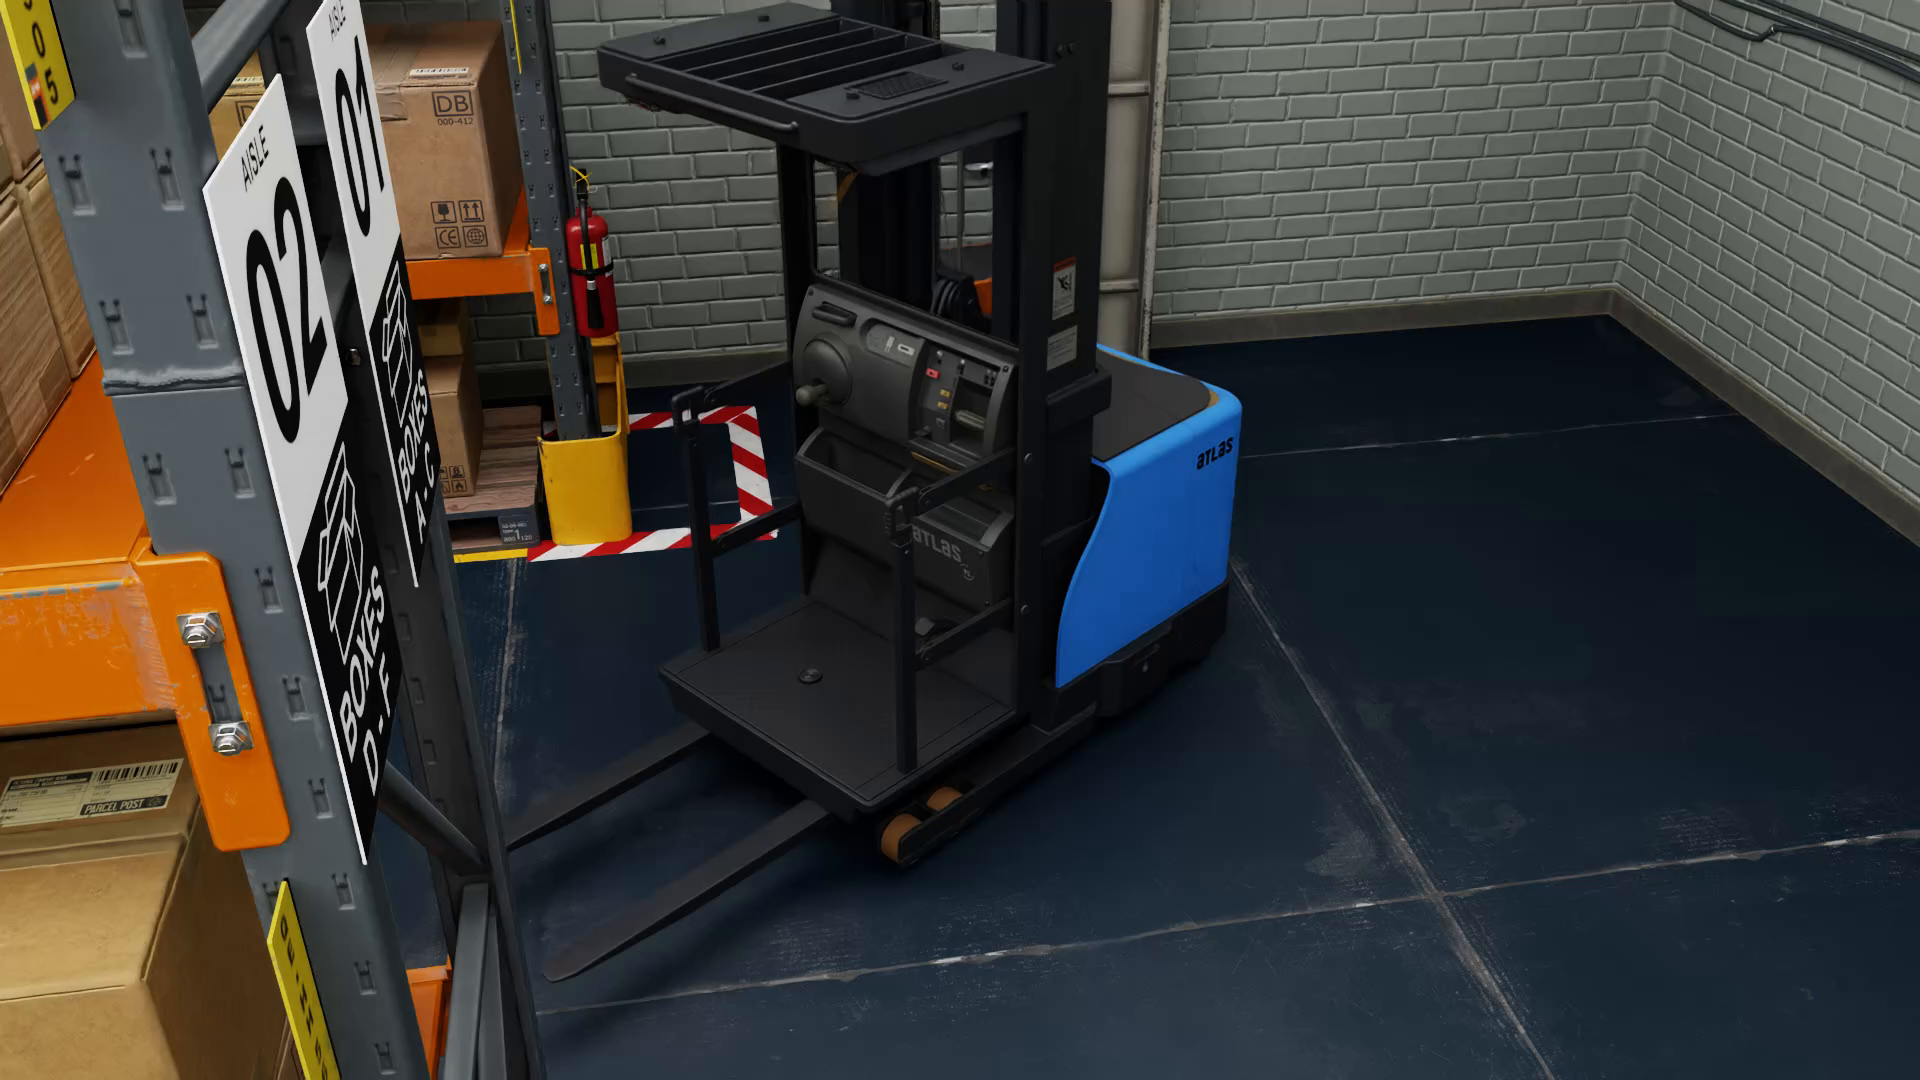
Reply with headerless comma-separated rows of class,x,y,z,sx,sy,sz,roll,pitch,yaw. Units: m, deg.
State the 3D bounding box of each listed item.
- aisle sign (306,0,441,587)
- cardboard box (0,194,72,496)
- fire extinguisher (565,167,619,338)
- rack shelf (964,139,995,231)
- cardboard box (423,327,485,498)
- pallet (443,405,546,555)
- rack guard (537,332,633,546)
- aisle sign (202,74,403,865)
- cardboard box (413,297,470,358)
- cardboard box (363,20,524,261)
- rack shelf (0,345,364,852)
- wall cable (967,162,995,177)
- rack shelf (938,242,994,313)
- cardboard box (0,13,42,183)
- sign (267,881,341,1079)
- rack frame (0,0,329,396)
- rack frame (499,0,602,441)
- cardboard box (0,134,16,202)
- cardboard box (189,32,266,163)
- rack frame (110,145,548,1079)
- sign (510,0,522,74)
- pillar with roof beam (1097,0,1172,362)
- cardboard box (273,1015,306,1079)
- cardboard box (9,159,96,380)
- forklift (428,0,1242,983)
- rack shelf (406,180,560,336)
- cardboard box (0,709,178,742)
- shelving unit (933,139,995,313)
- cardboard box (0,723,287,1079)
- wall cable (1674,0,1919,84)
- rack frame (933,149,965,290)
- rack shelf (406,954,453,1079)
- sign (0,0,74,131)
aisle sign,-0.816,-0.370,2.355,0.004,0.787,0.394,-5,31,-9
cardboard box,-1.288,-0.147,1.729,0.500,0.250,0.500,-5,31,-9
fire extinguisher,-1.494,-1.156,6.701,0.183,0.674,0.296,-5,31,-9
rack shelf,0.178,-1.539,6.442,0.480,0.518,0.431,-10,32,-16
cardboard box,-2.396,-0.556,7.288,0.500,0.500,0.700,-5,31,-9
pallet,-2.498,-0.252,7.471,1.213,0.211,1.003,-5,31,-9
rack guard,-1.702,-0.491,7.592,0.348,0.500,1.175,-5,31,-9
aisle sign,-0.708,-0.071,1.846,0.004,0.787,0.394,-5,31,-9
cardboard box,-2.309,-0.947,7.313,0.250,0.149,0.380,-5,31,-9
cardboard box,-2.226,-1.644,6.791,0.700,0.700,0.980,-4,31,-7
rack shelf,-2.797,0.103,1.866,4.000,0.370,1.077,-5,31,-9
wall cable,-0.637,-2.593,7.698,1.851,1.984,0.084,-5,31,-9
rack shelf,0.178,-0.936,6.797,0.480,0.518,0.431,-10,32,-16
cardboard box,-1.382,-0.624,2.046,0.500,0.250,0.500,-5,31,-9
sign,-0.750,0.546,1.907,0.005,0.325,0.100,-5,31,-9
rack frame,-0.830,-1.683,1.234,0.127,3.000,1.000,-5,31,-9
rack frame,-1.726,-1.566,6.954,0.127,3.000,1.000,-5,31,-9
cardboard box,-1.289,-0.367,1.610,0.500,0.250,0.500,-5,31,-9
cardboard box,-2.939,-1.572,6.668,0.700,0.700,0.980,-6,31,-9
rack frame,-0.830,0.903,2.755,0.127,3.000,1.000,-5,31,-9
sign,-1.642,-1.896,6.139,0.005,0.325,0.100,-5,31,-9
pillar with roof beam,1.550,-2.684,2.936,0.400,9.000,9.100,-5,31,-9
cardboard box,-1.221,1.037,2.429,0.500,0.500,0.500,-4,31,-7
cardboard box,-1.381,-0.405,2.168,0.500,0.250,0.500,-5,31,-9
forklift,-0.342,-0.494,5.198,1.130,2.935,3.031,26,39,37
rack shelf,-3.693,-1.074,6.826,4.000,0.370,1.077,-5,31,-9
cardboard box,-1.314,0.338,2.630,0.500,0.500,0.500,-4,31,-7
shelving unit,0.178,-0.948,6.790,0.503,2.100,0.431,-10,32,-16
cardboard box,-1.218,0.607,2.173,0.500,0.500,0.500,-6,31,-9
wall cable,3.902,-3.152,6.796,0.112,2.526,3.097,-5,31,-9
rack frame,-0.053,-0.908,6.722,0.015,2.100,0.400,-10,32,-16
rack shelf,-2.797,1.396,2.626,4.000,0.370,1.077,-5,31,-9
sign,-0.750,-0.493,1.296,0.005,0.325,0.100,-5,31,-9
